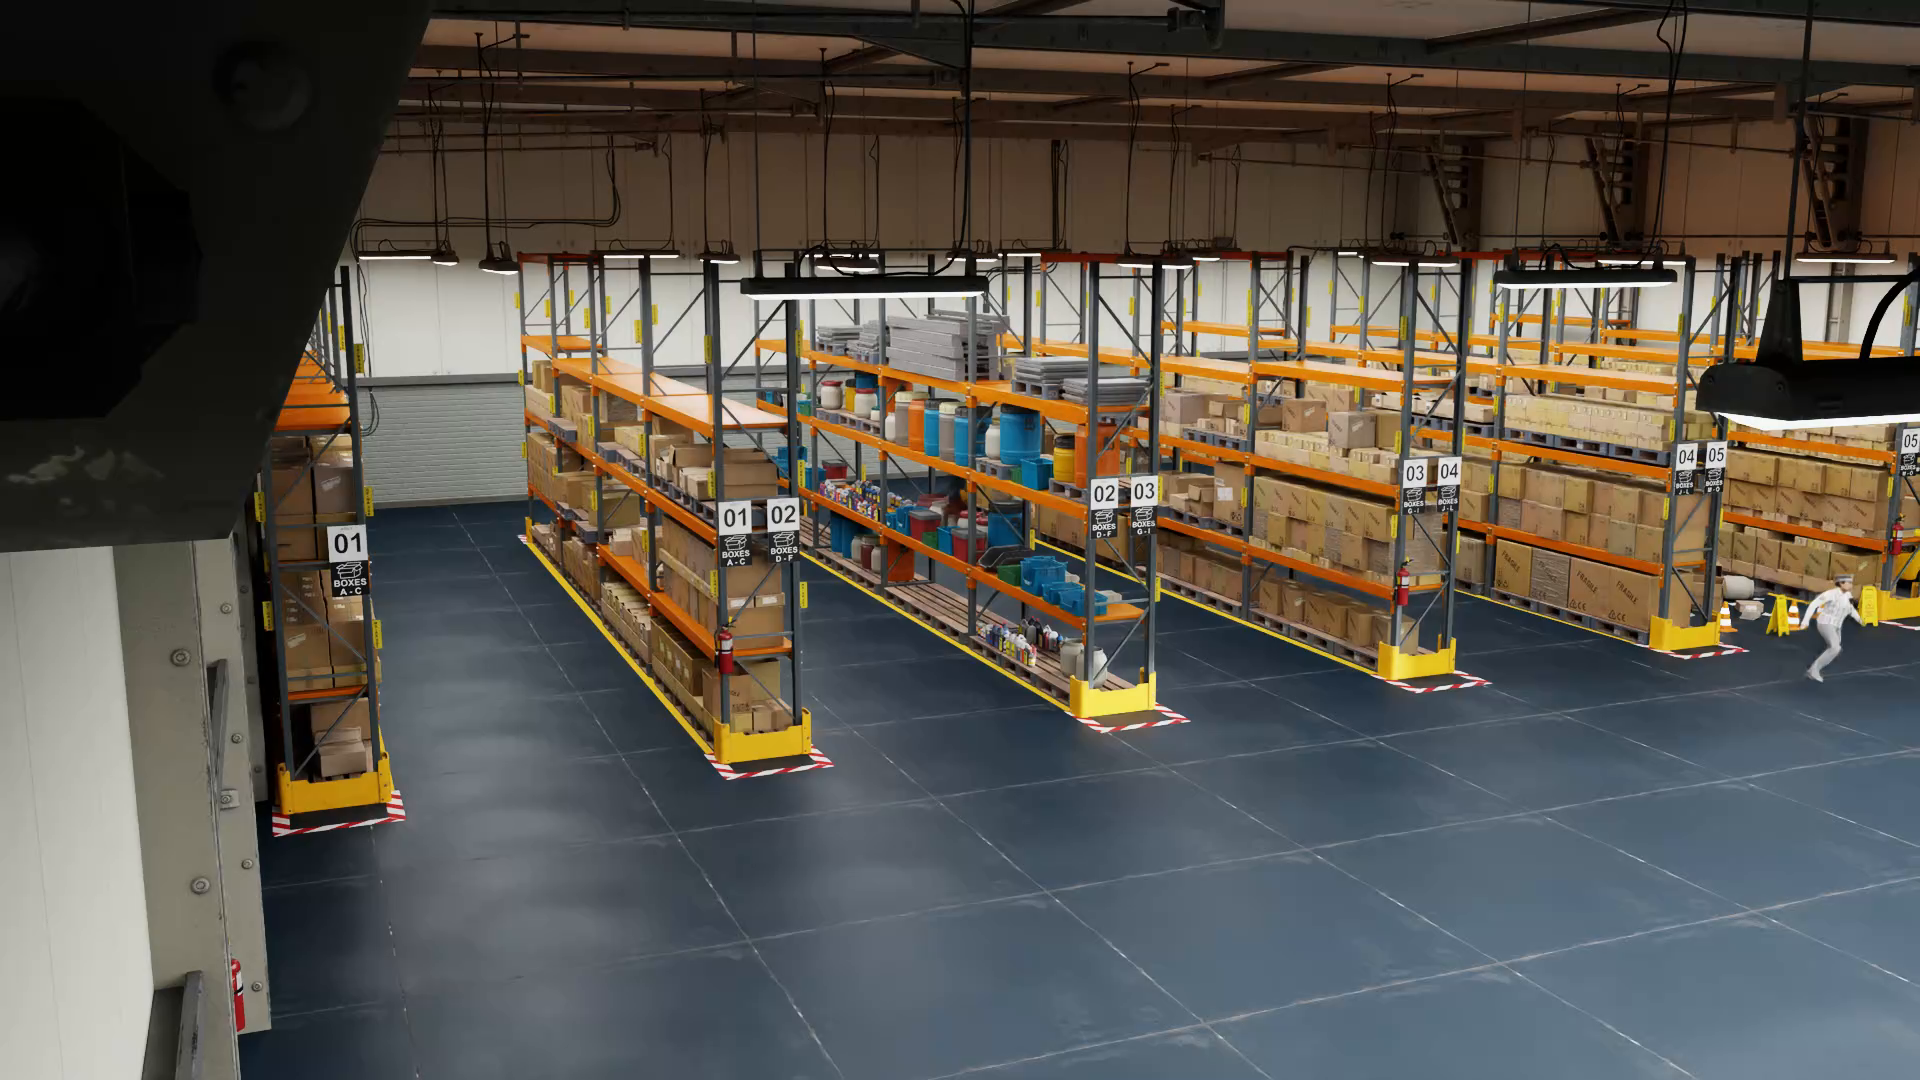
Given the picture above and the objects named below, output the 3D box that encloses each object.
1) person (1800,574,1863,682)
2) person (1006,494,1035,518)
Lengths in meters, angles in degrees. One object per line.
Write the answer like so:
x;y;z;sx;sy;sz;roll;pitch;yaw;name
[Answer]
12.565;1.266;23.846;0.782;1.602;0.618;-6;12;-31;person
1.202;-0.472;33.037;0.542;1.616;0.781;-3;11;-15;person
